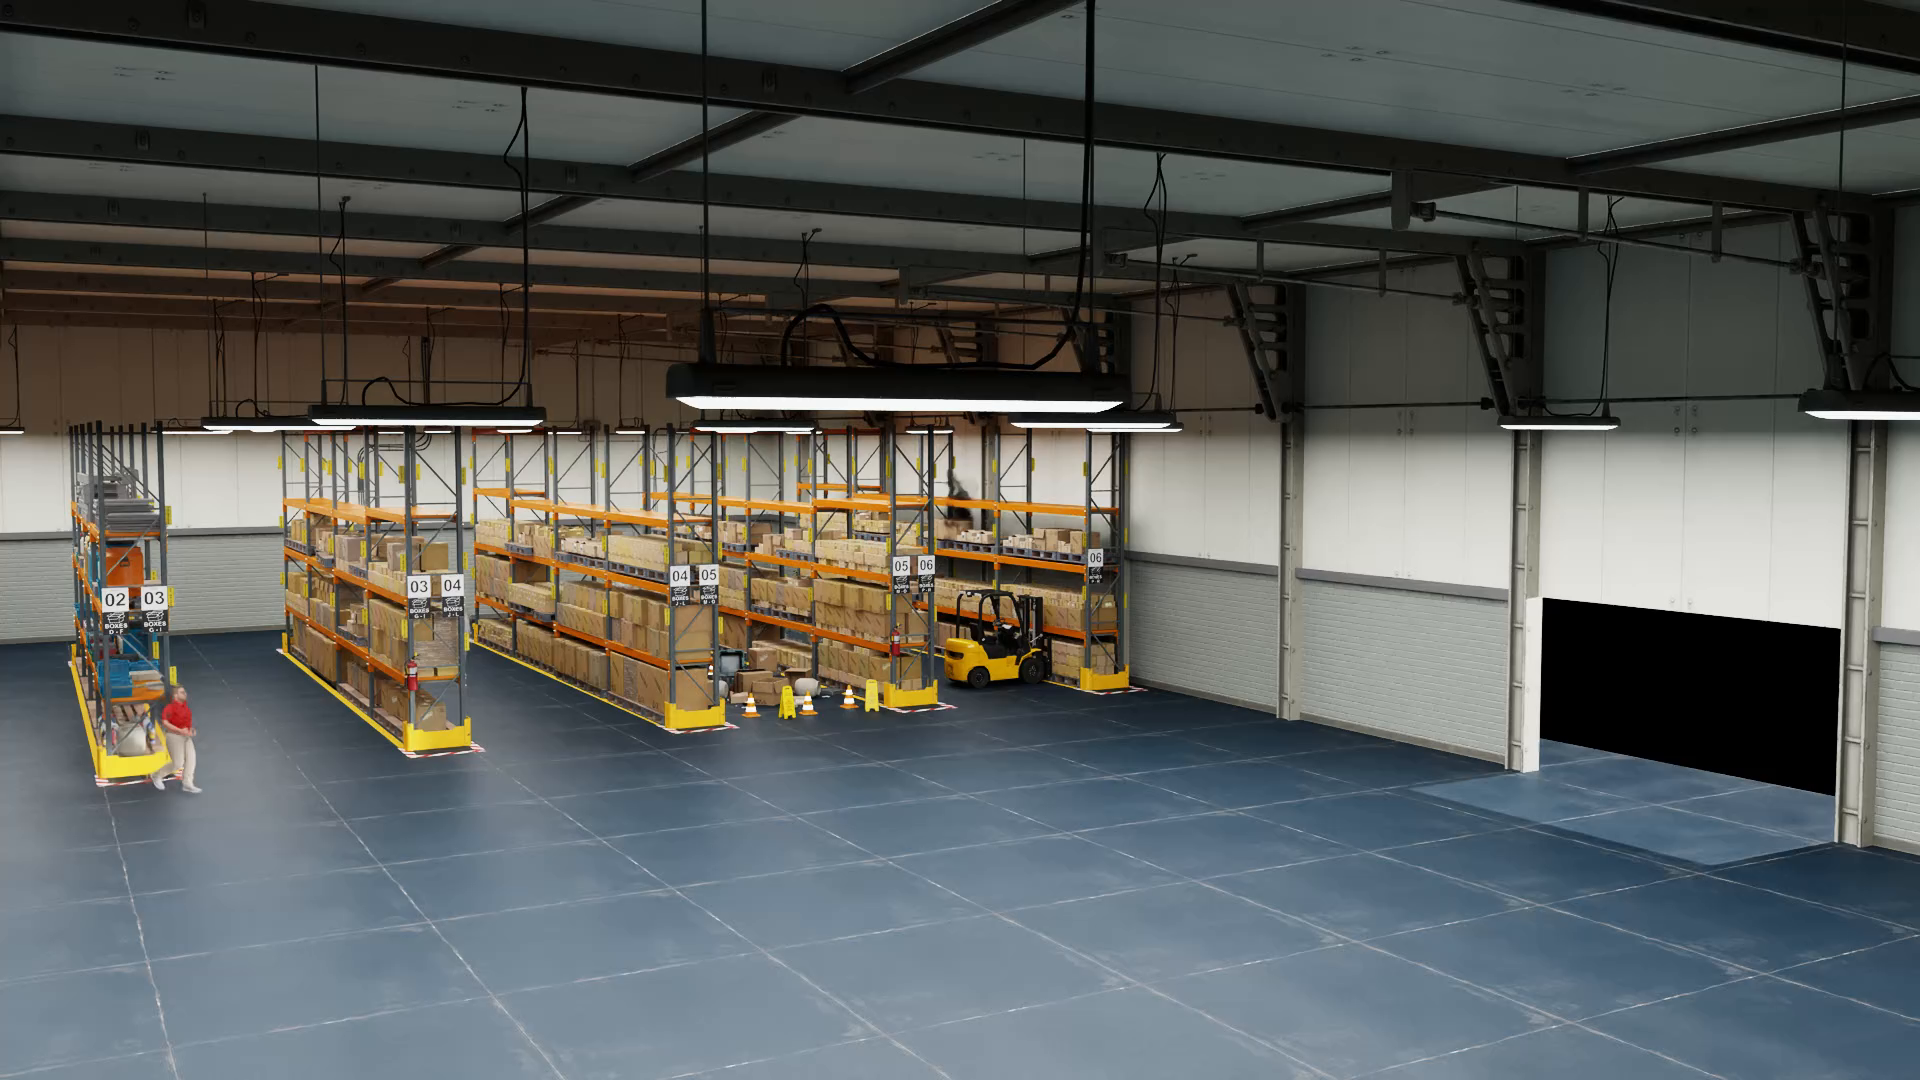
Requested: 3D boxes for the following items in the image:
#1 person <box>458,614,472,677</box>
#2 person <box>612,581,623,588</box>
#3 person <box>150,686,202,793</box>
[{"bbox_3d":[-11.989,2.388,39.724,0.718,1.746,0.834,-3,5,-41],"label":"person"},{"bbox_3d":[-10.448,1.767,49.989,0.683,1.740,0.699,-1,4,-21],"label":"person"},{"bbox_3d":[-12.631,3.218,26.819,0.787,1.729,0.689,0,4,5],"label":"person"}]
